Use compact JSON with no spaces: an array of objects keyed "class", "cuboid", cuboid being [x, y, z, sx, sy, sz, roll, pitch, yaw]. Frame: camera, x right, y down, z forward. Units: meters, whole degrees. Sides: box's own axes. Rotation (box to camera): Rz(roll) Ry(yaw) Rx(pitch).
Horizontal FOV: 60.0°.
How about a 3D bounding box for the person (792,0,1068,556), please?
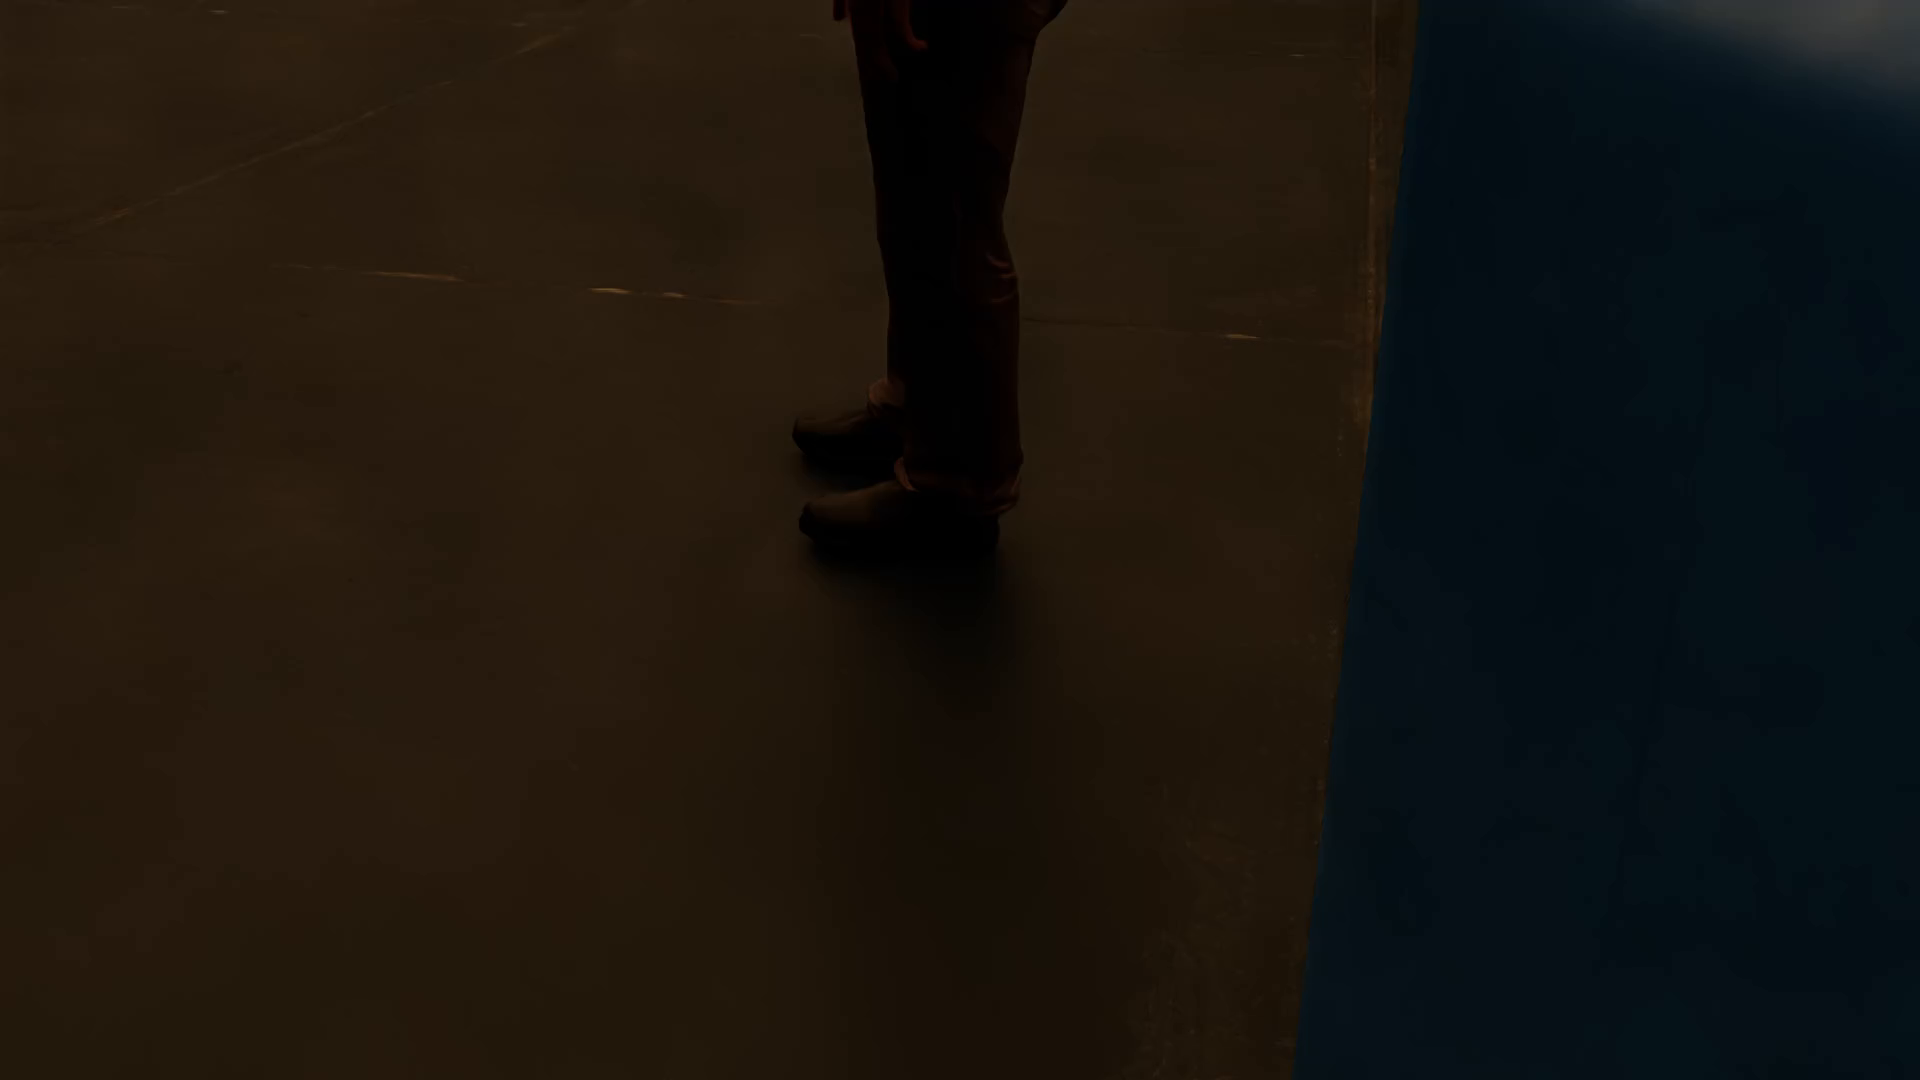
[{"class":"person","cuboid":[-0.059,-0.785,2.128,0.567,1.720,0.632,6,27,11]}]
